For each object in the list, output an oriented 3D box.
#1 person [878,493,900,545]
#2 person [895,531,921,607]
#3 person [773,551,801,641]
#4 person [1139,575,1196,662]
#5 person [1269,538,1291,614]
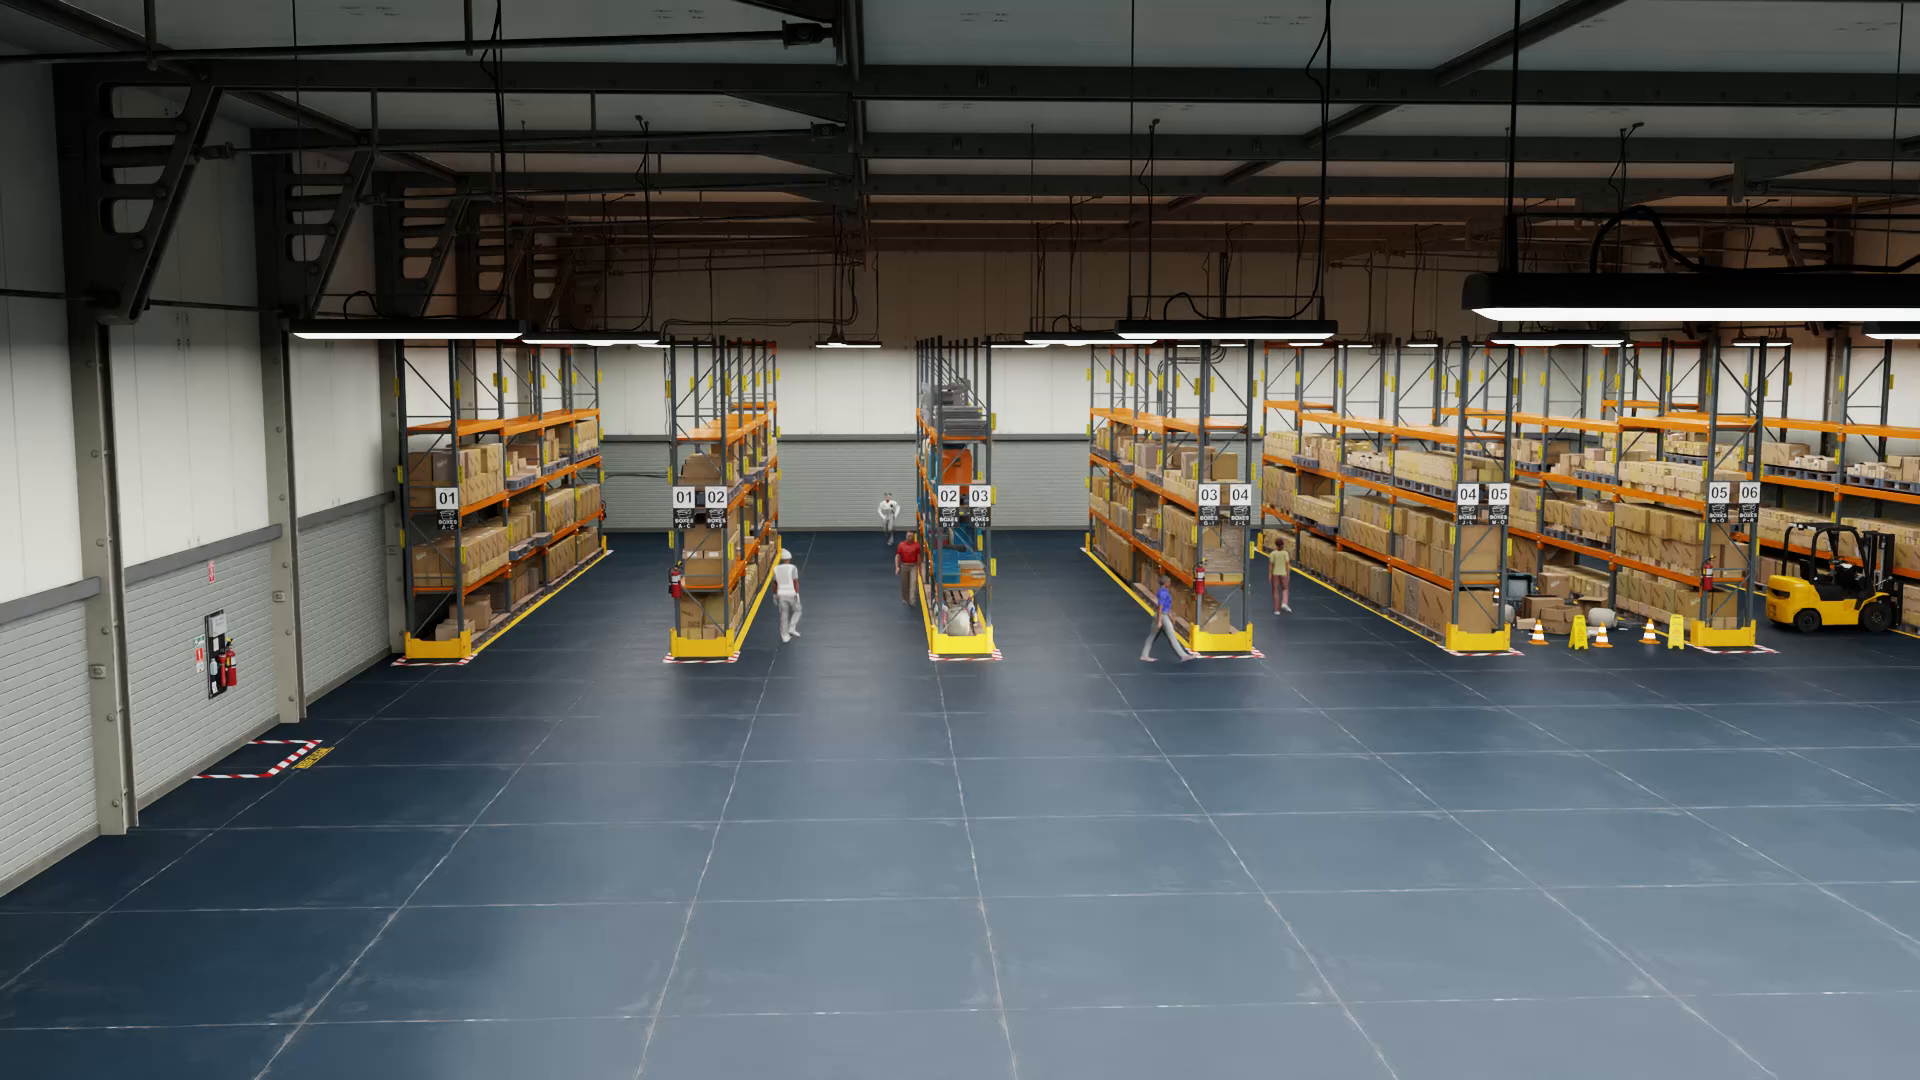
[{"bbox_3d":[-2.089,-0.627,49.008,0.625,1.591,0.694,1,7,9],"label":"person"},{"bbox_3d":[-1.167,0.643,37.260,0.571,1.701,0.881,0,6,0],"label":"person"},{"bbox_3d":[-3.429,1.101,32.894,0.588,1.771,0.515,1,7,11],"label":"person"},{"bbox_3d":[3.803,1.447,30.525,0.989,1.586,0.502,-1,7,-6],"label":"person"},{"bbox_3d":[6.951,0.794,36.151,0.494,1.670,0.503,0,6,1],"label":"person"}]
